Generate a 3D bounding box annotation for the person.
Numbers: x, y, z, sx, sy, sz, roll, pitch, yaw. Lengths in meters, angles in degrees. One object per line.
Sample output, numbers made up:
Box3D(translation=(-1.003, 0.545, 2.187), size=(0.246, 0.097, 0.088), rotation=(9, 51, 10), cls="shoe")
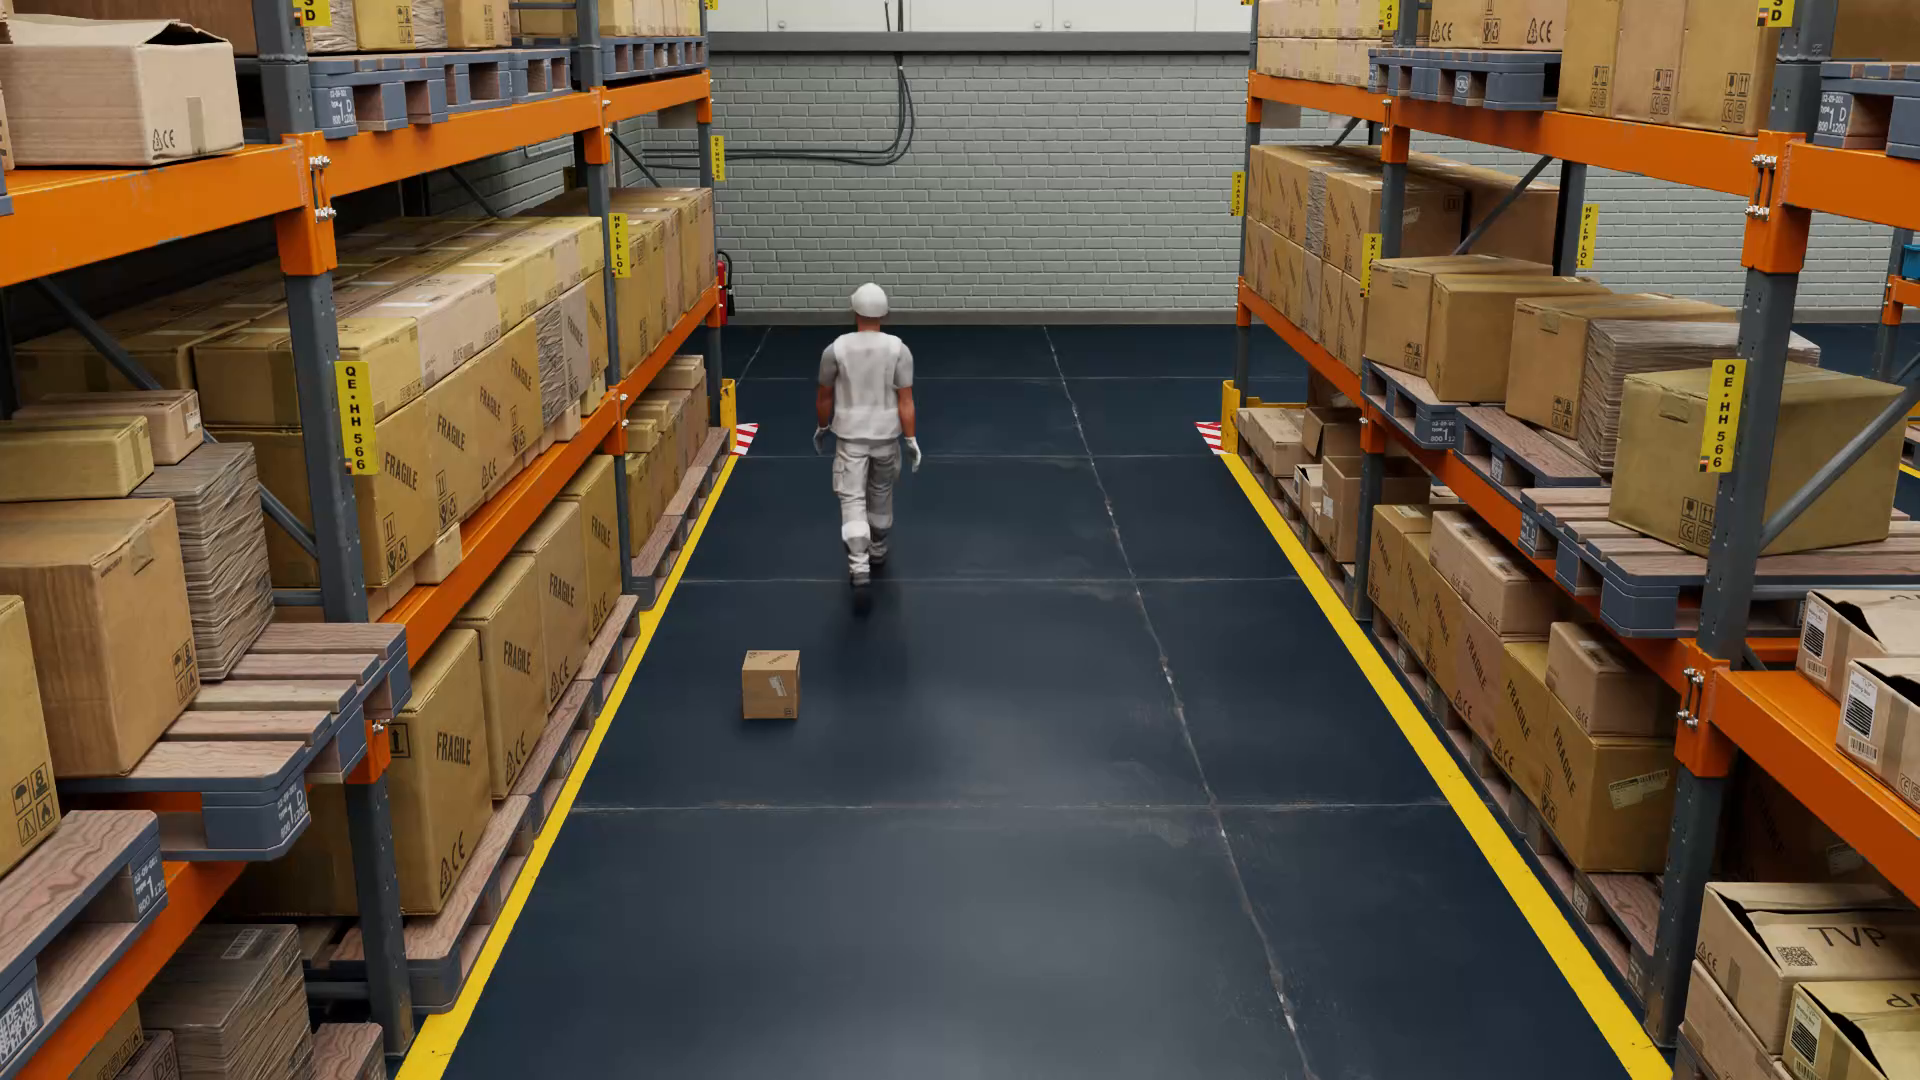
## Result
Box3D(translation=(-0.537, -0.604, 9.511), size=(0.585, 1.742, 1.078), rotation=(-3, 17, -9), cls="person")
